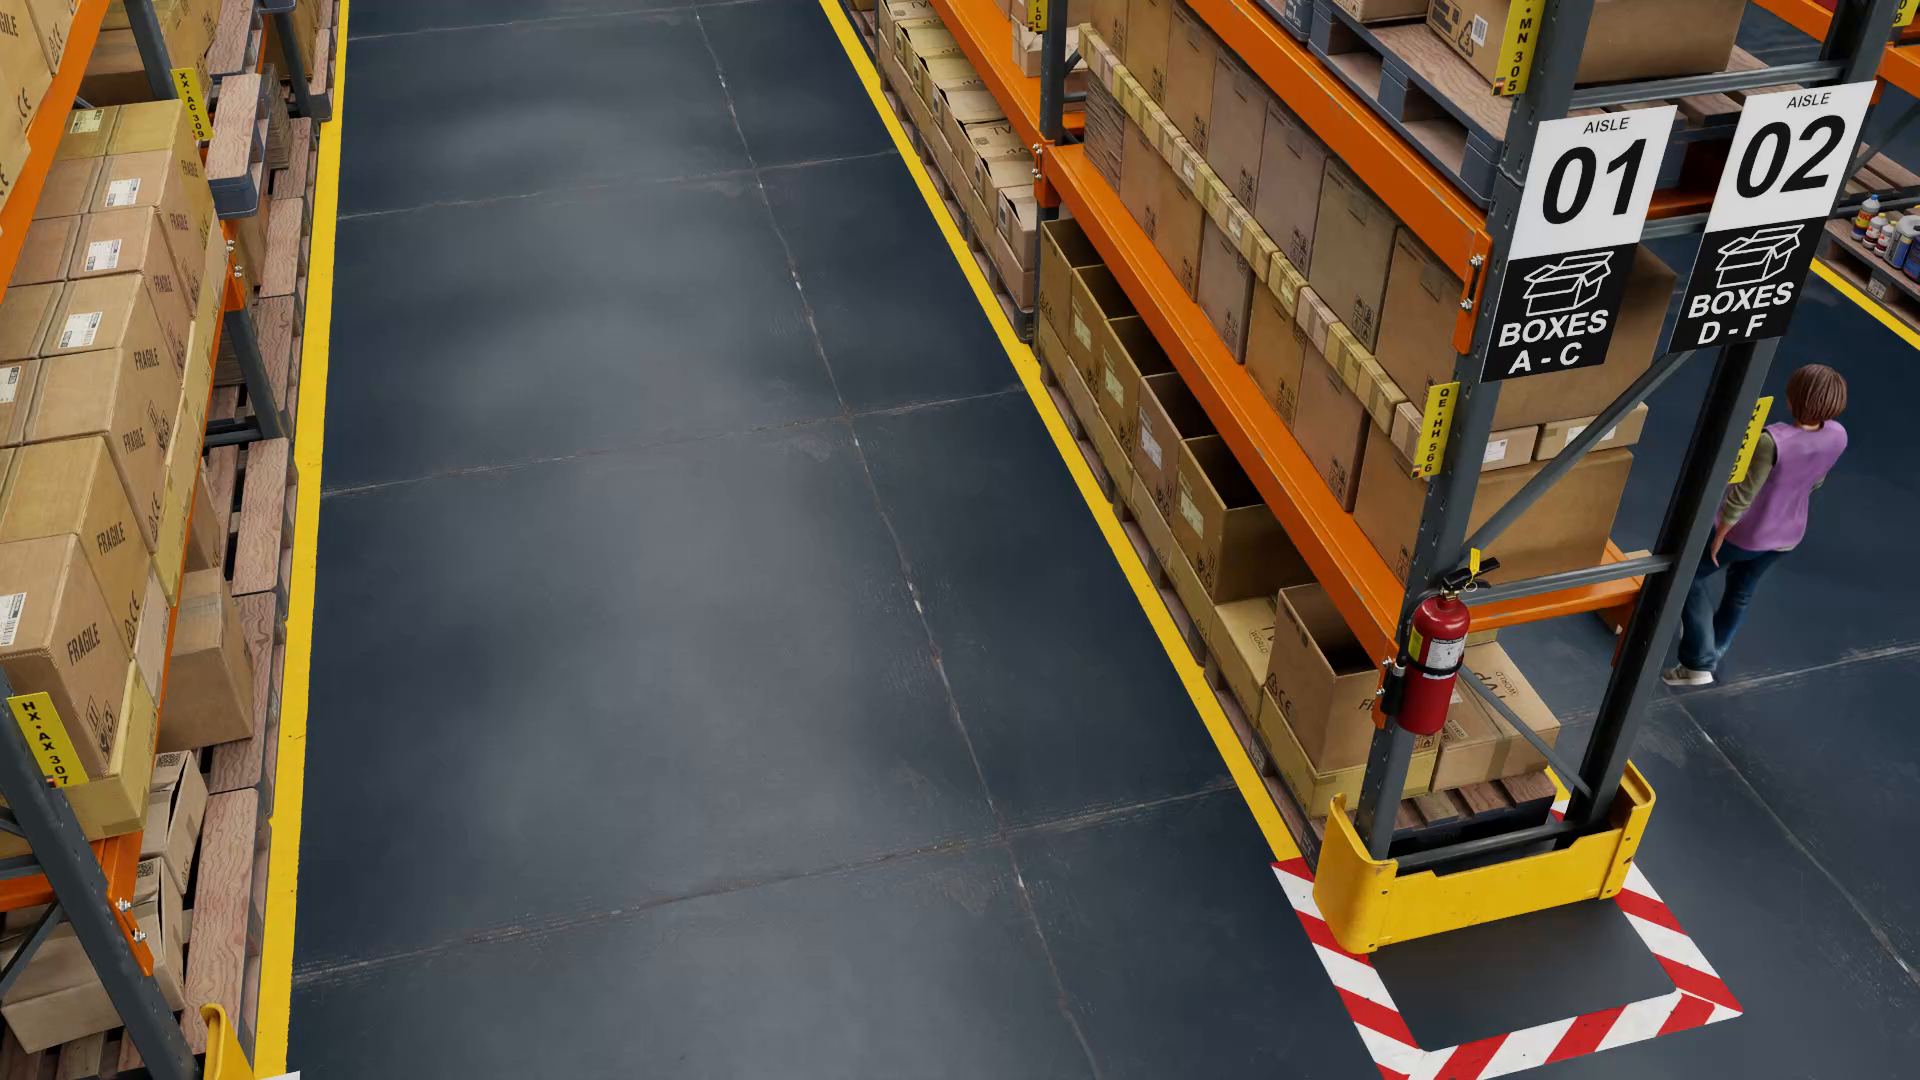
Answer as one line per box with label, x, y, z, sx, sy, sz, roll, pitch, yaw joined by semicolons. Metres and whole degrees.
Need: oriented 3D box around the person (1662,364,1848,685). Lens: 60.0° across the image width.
person;3.215;-0.063;6.777;0.437;1.606;0.479;-6;39;-8
